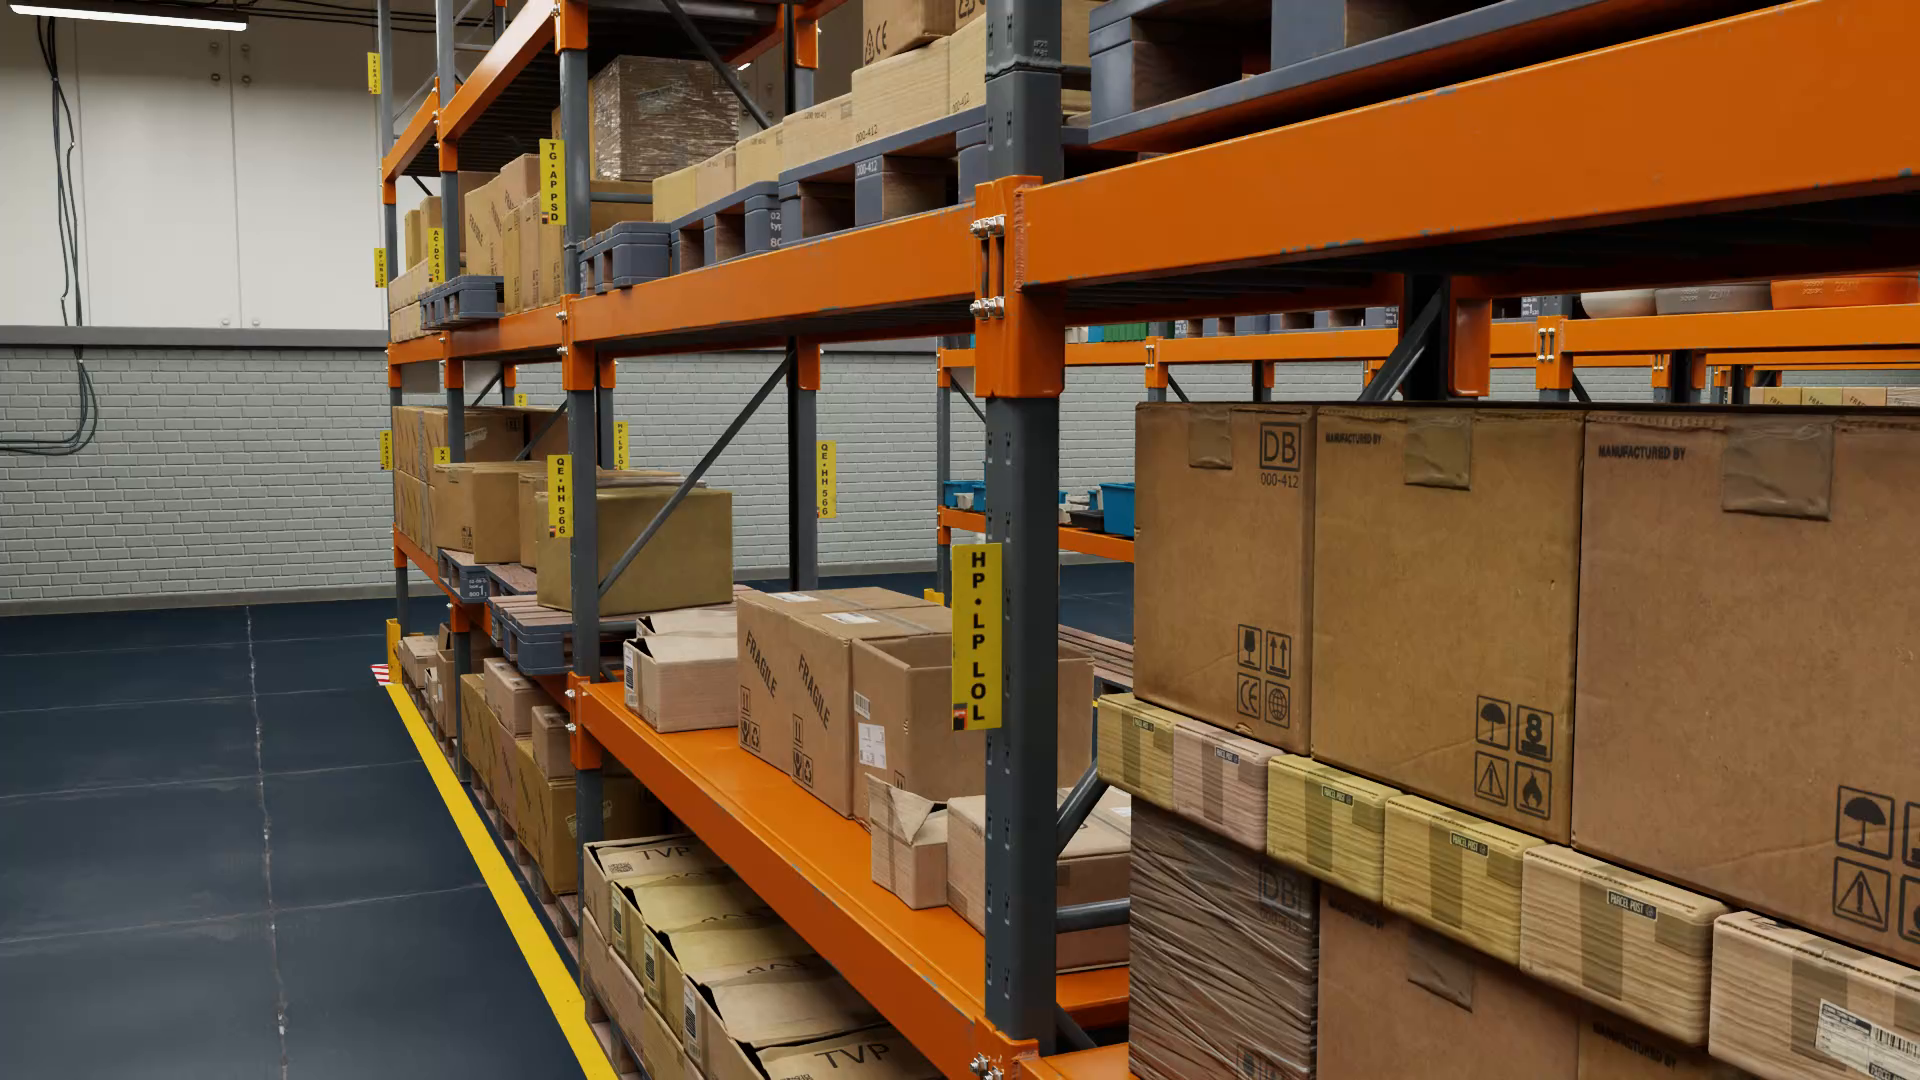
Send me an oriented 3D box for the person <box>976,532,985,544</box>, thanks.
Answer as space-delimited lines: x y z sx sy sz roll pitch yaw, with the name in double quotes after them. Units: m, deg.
0.687 0.194 18.808 1.033 1.072 0.535 -3 6 -26 "person"
